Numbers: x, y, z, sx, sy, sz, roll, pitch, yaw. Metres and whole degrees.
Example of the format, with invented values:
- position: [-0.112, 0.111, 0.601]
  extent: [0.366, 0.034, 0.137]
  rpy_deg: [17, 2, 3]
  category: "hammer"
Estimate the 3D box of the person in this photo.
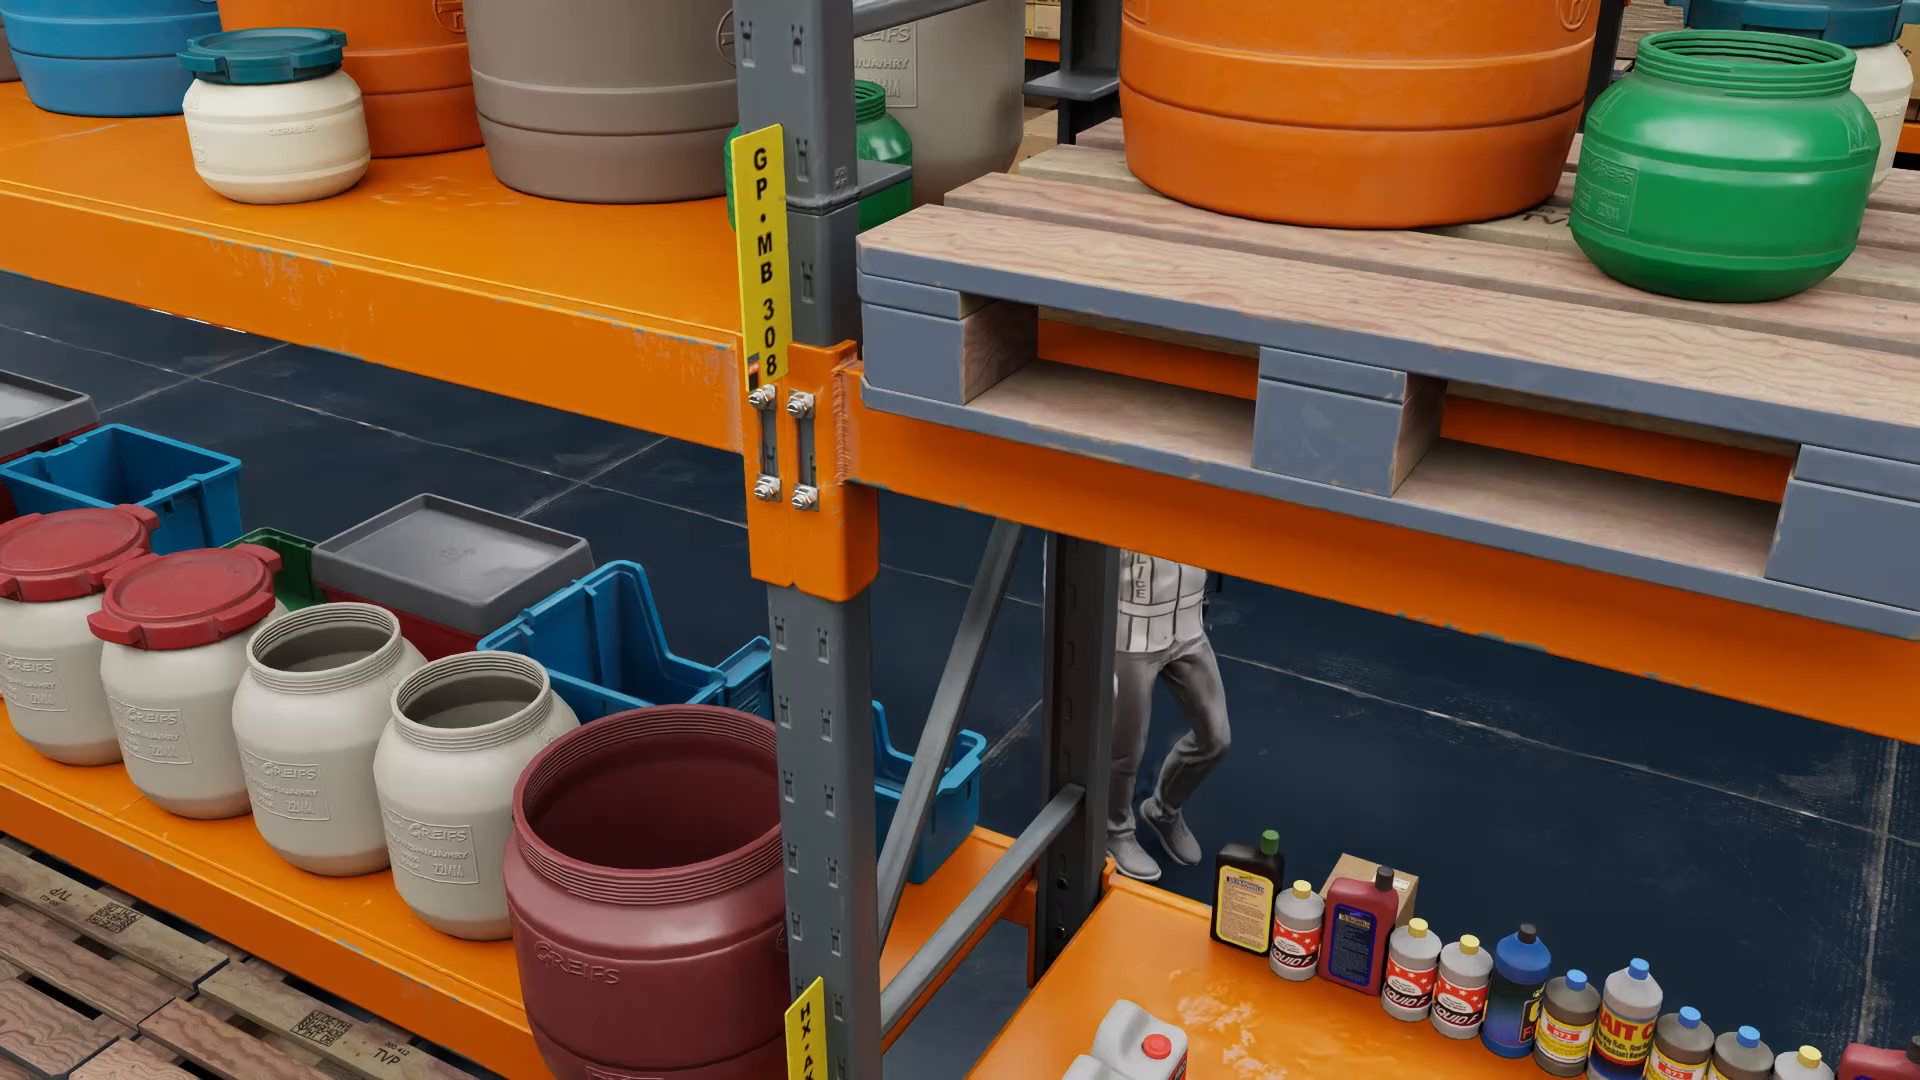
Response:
- position: [0.624, 0.377, 5.363]
  extent: [0.517, 1.709, 0.380]
  rpy_deg: [-15, 30, -27]
  category: "person"
